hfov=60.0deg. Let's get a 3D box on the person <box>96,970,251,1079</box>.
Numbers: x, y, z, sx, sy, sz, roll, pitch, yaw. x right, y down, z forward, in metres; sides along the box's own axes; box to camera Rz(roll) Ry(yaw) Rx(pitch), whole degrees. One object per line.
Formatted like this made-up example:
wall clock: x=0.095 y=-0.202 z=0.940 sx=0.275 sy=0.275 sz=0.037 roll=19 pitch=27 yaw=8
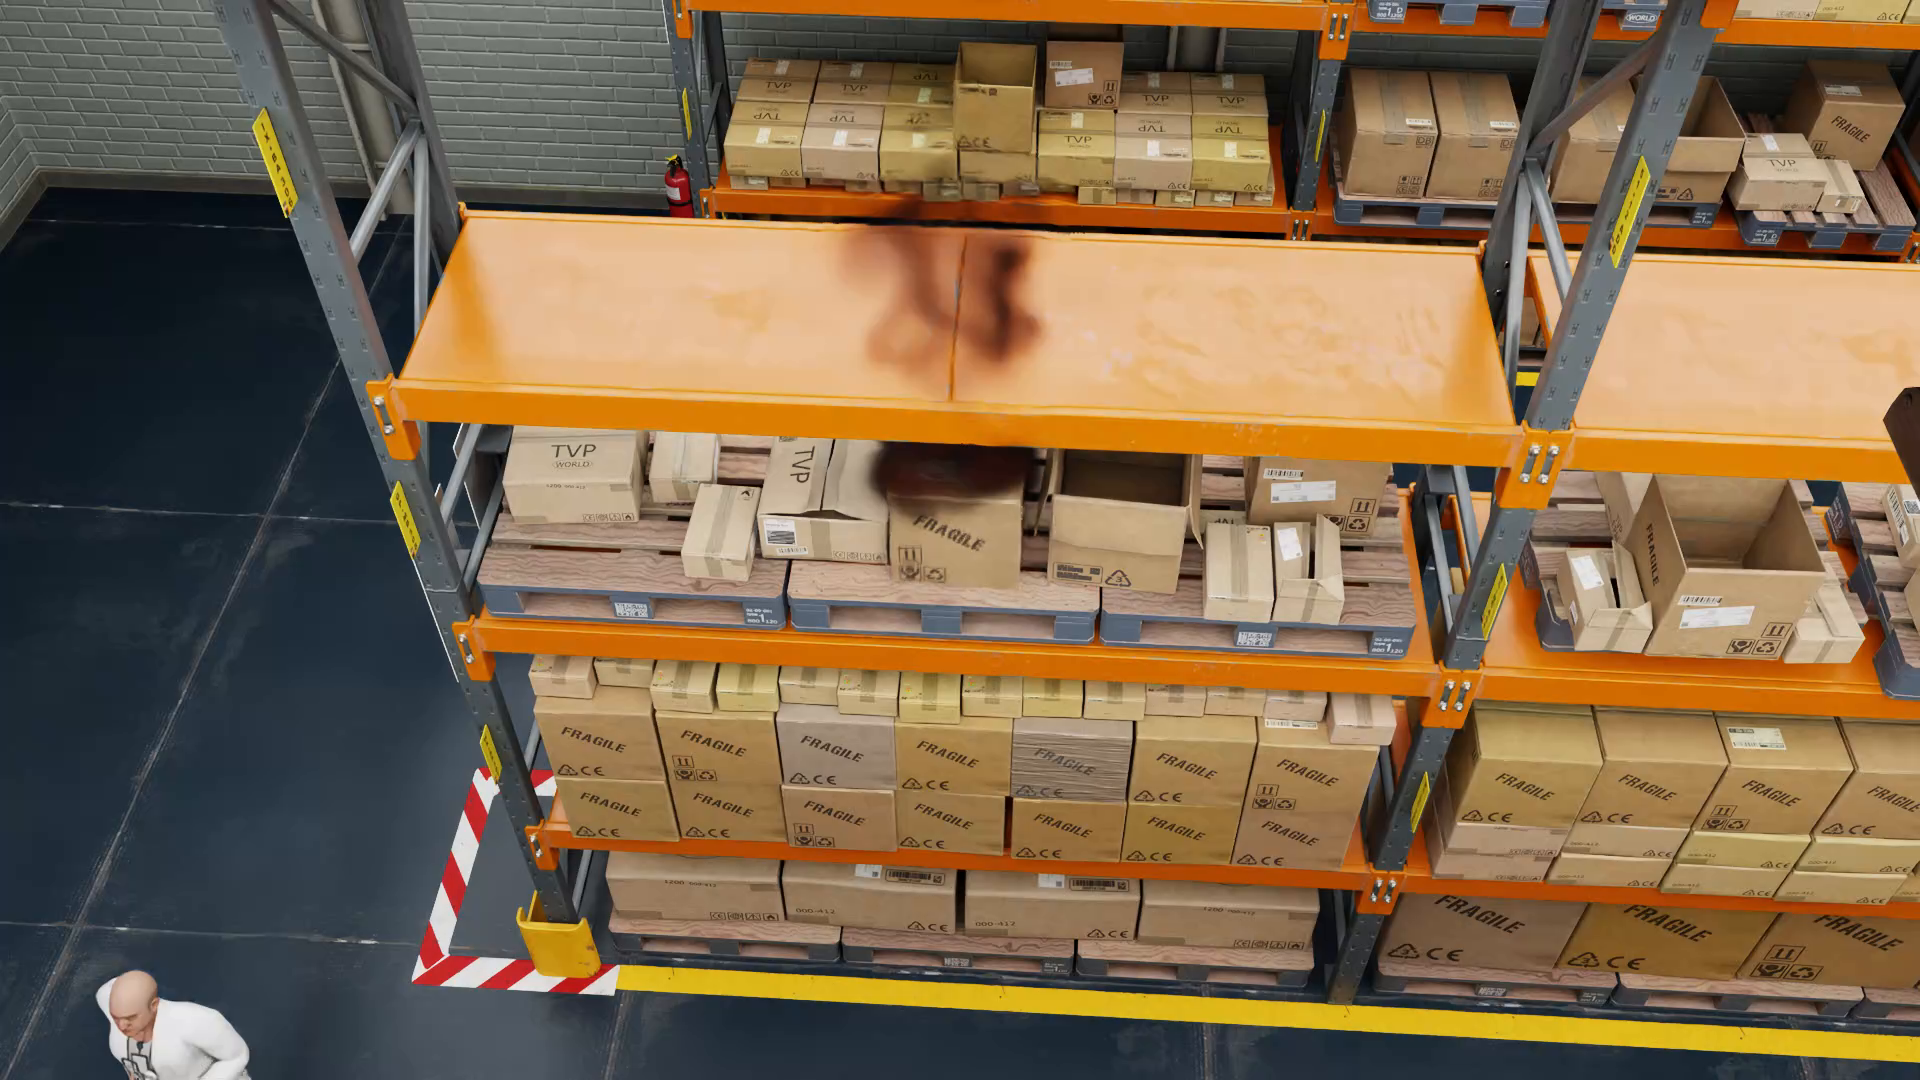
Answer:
person: x=-3.427 y=2.454 z=7.349 sx=0.710 sy=1.764 sz=0.666 roll=5 pitch=48 yaw=4
